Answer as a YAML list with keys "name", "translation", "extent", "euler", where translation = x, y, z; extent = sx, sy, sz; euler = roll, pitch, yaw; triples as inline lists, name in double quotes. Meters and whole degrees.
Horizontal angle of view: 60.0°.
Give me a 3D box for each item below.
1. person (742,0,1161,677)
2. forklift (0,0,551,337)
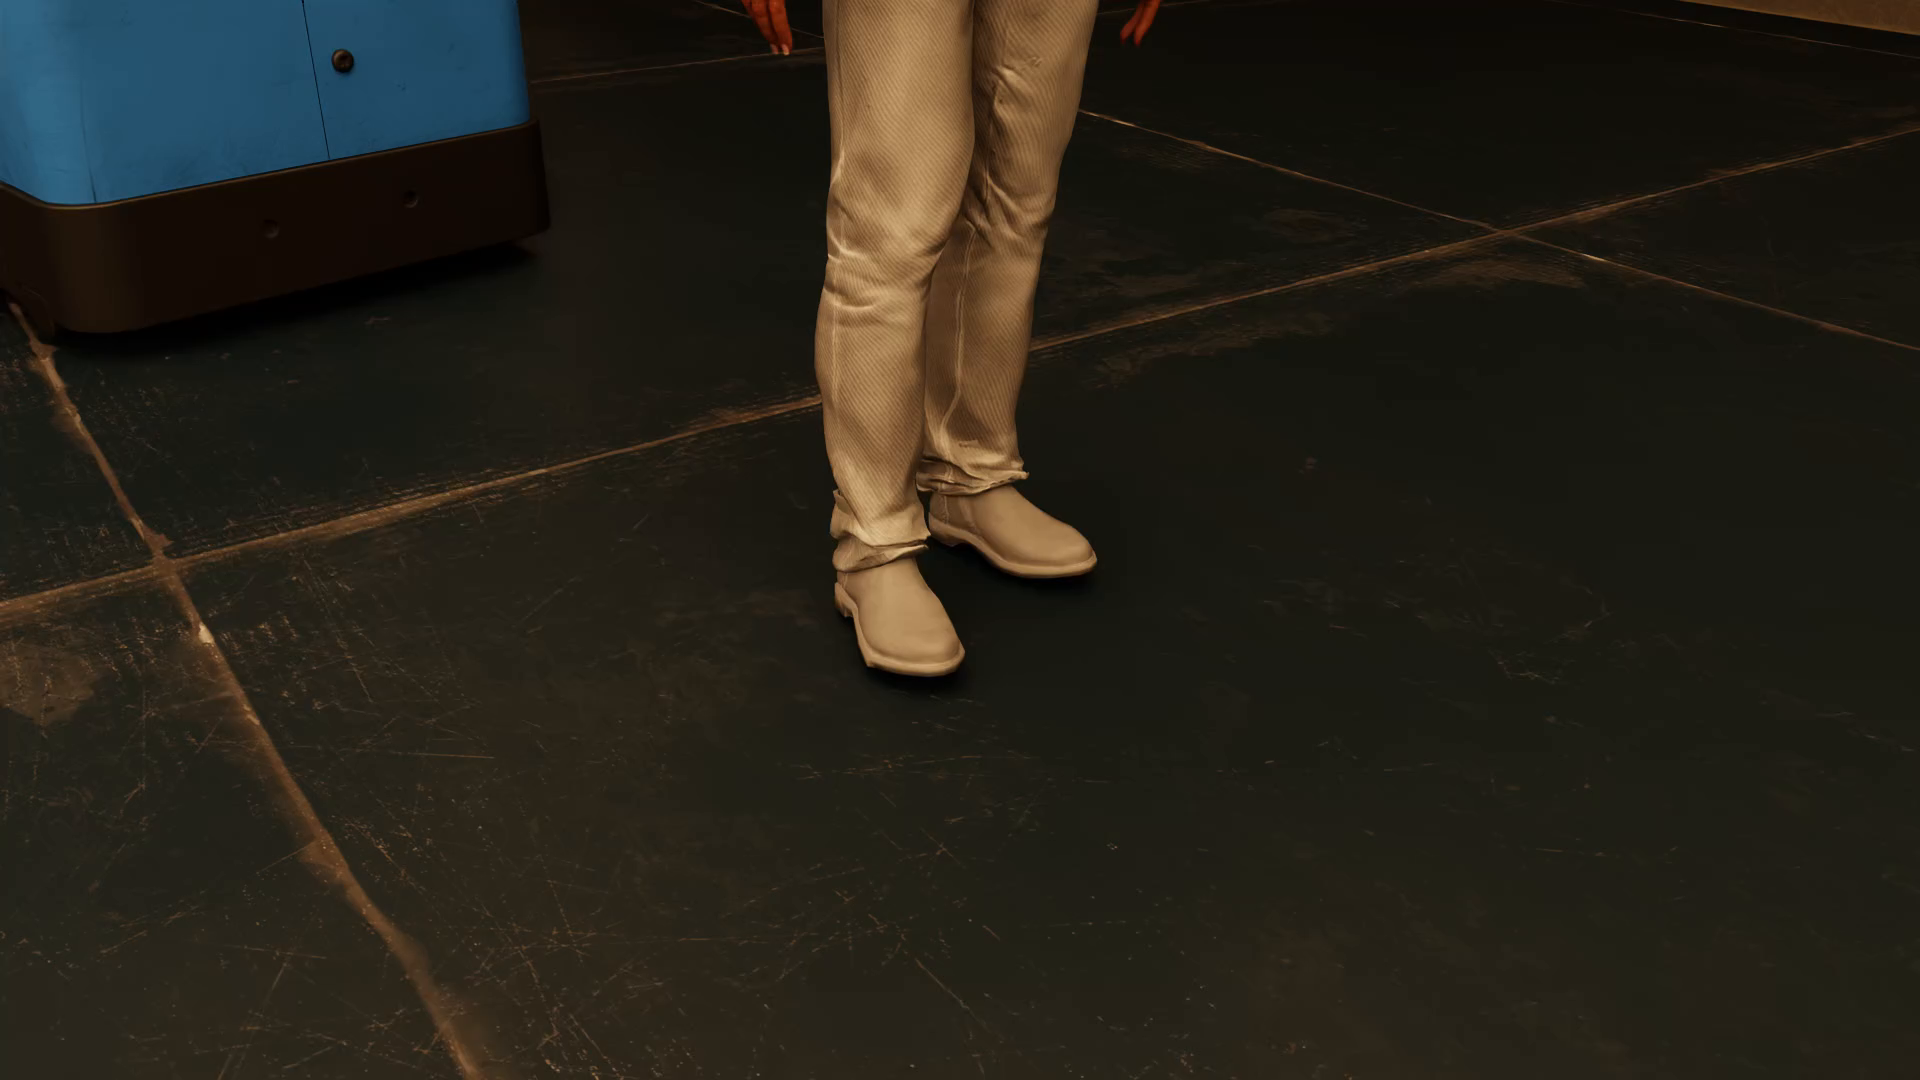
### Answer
- name: "person"
  translation: [0.035, -0.767, 2.047]
  extent: [0.665, 1.764, 0.575]
  euler: [-17, 31, -31]
- name: "forklift"
  translation: [-2.333, -2.252, 3.720]
  extent: [3.031, 2.935, 1.130]
  euler: [23, 35, 38]
